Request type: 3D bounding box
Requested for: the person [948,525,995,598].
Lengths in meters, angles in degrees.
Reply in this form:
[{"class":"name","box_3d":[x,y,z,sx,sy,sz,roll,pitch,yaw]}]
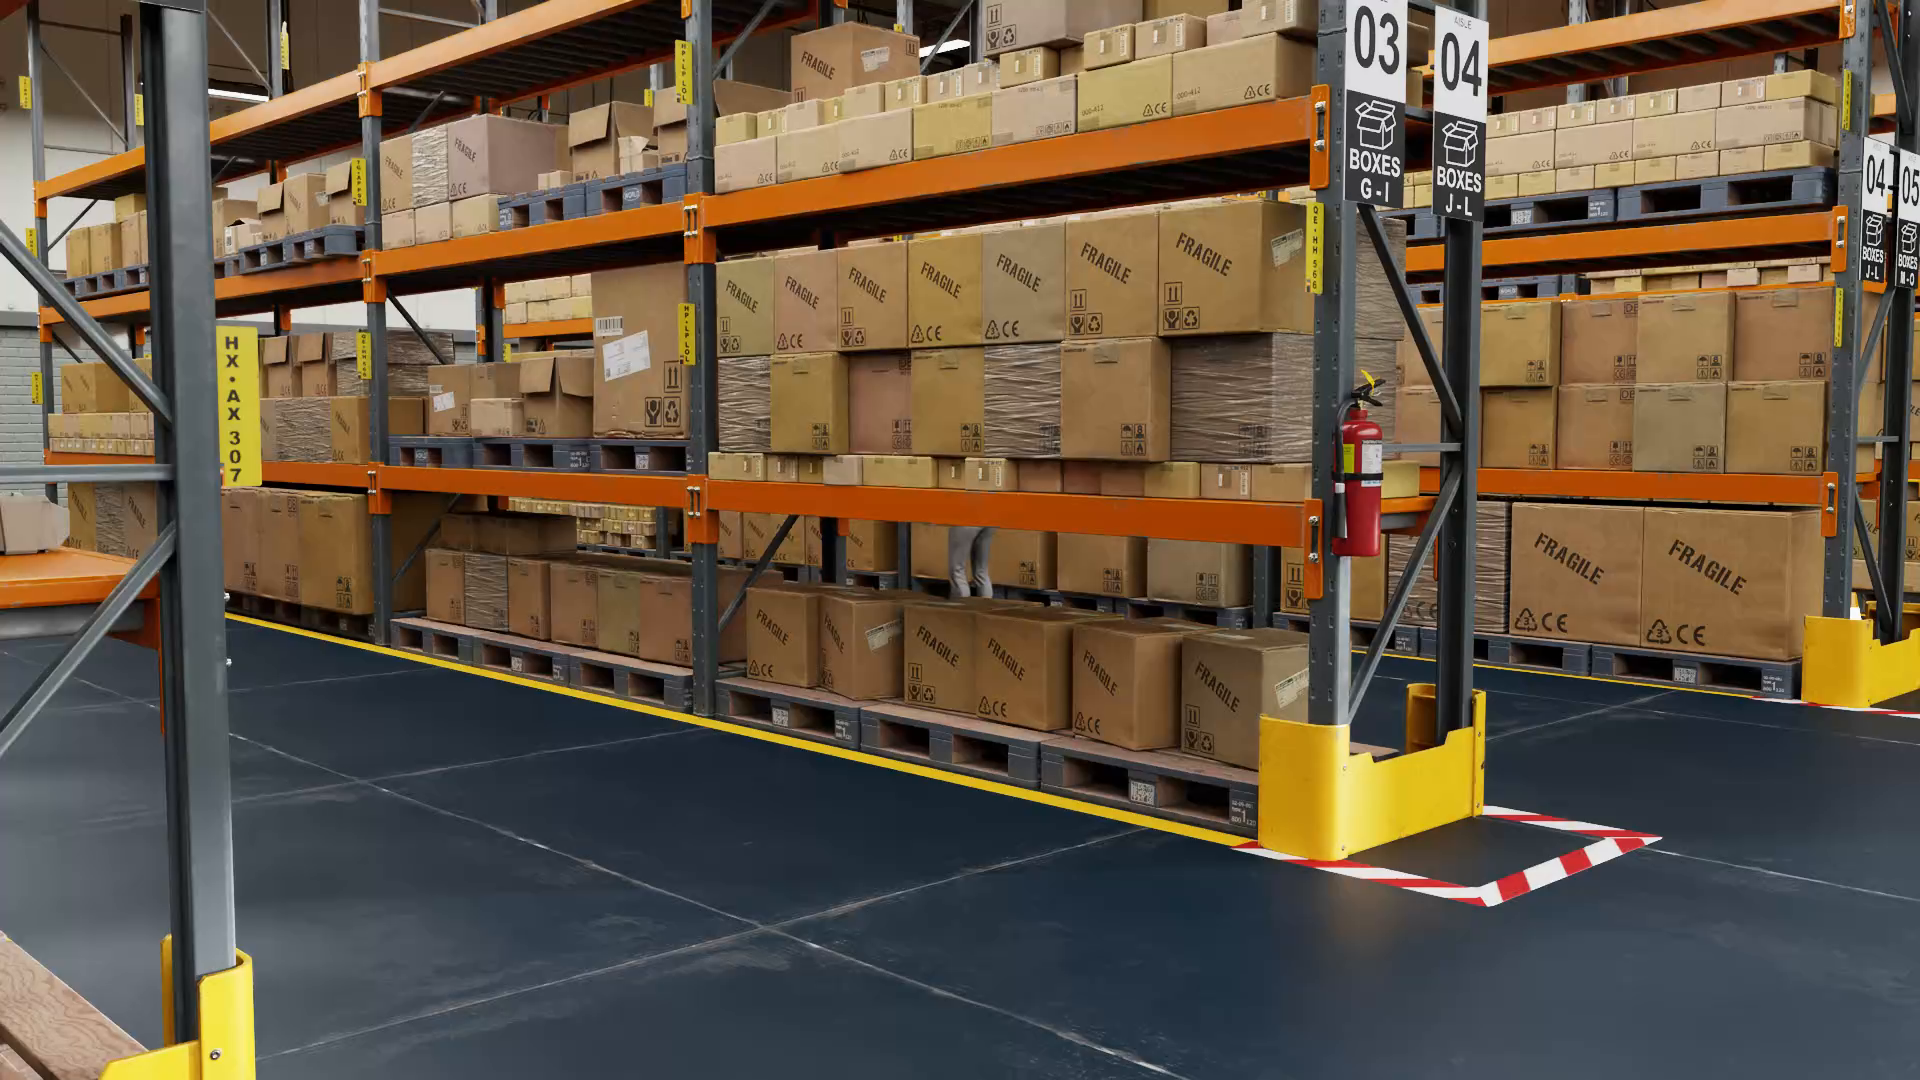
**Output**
[{"class":"person","box_3d":[0.033,-0.125,12.639,0.459,1.688,0.532,-4,6,-43]}]
